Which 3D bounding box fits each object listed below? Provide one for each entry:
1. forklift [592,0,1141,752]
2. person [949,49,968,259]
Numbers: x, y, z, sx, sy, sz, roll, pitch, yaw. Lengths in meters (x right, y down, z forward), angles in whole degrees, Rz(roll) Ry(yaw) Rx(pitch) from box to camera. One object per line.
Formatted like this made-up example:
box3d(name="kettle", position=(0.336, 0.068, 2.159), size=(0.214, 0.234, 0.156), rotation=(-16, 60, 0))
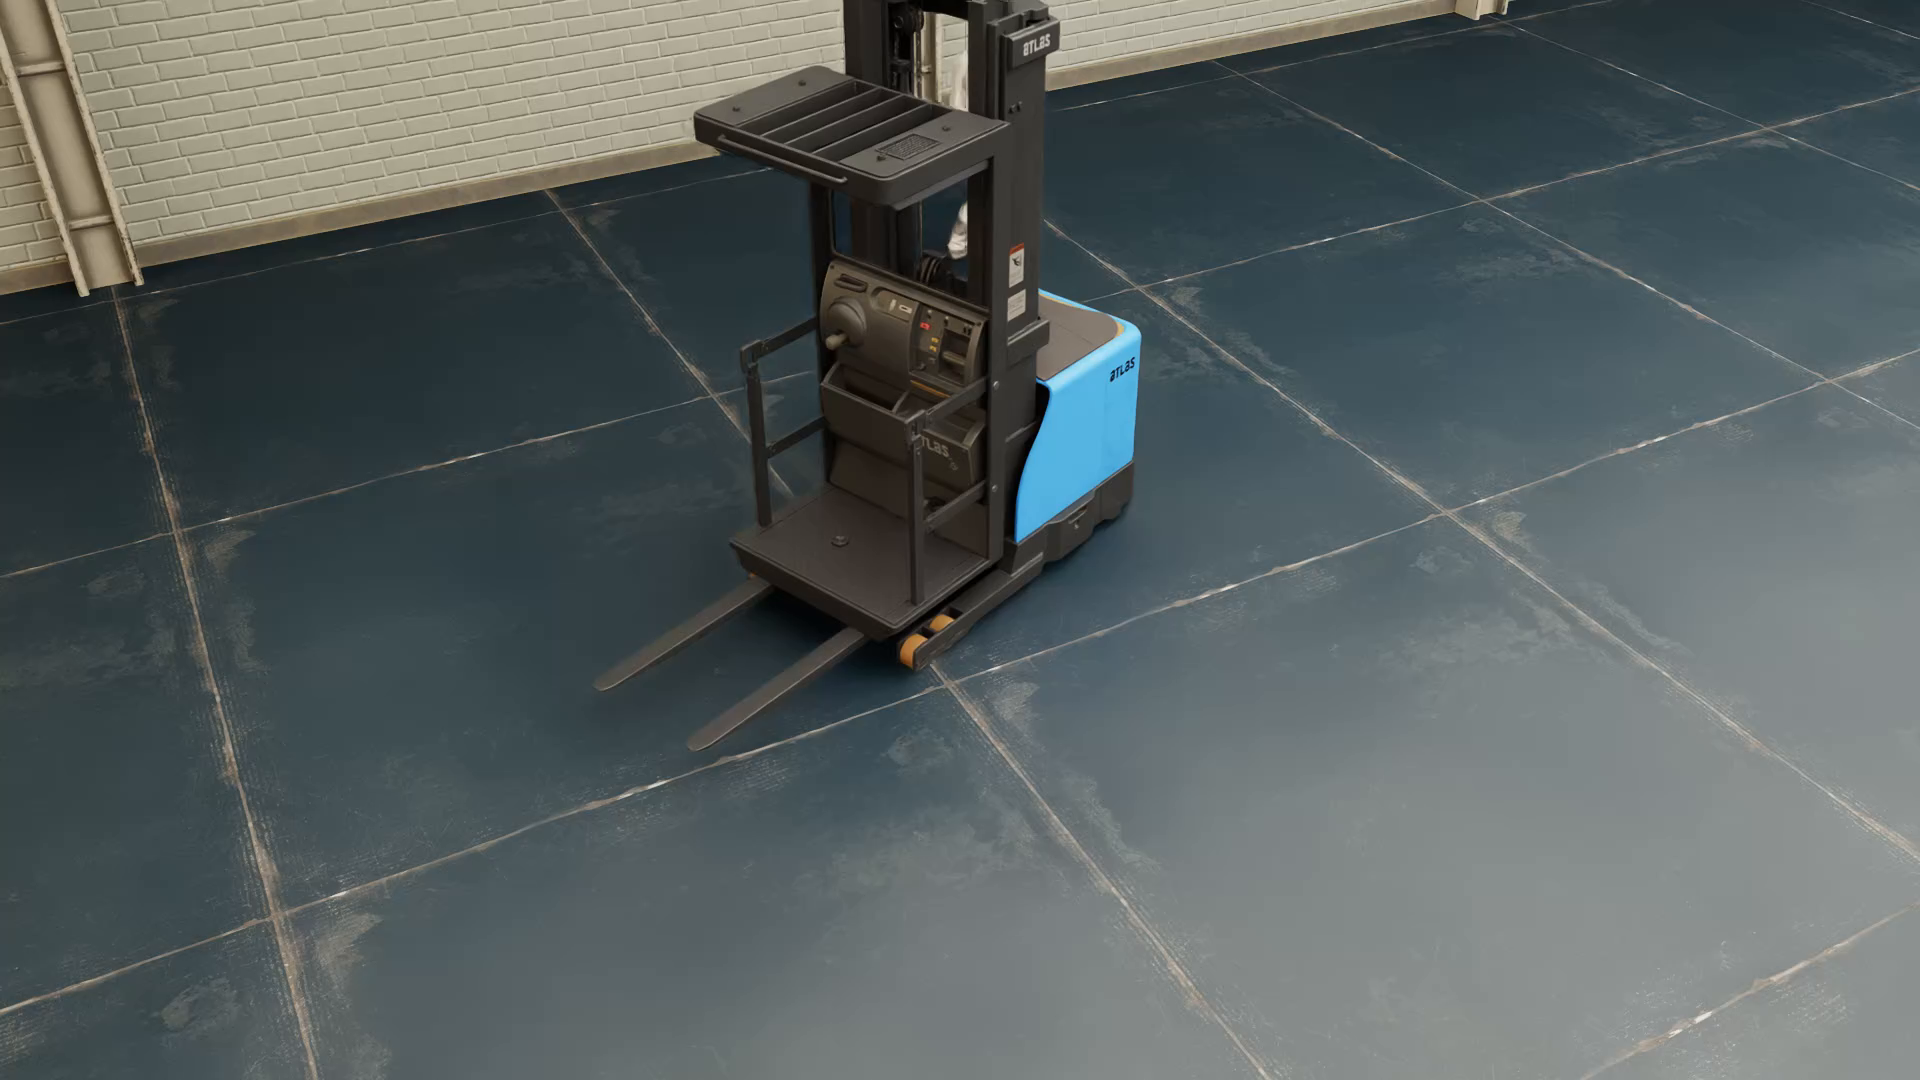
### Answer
box3d(name="forklift", position=(-0.405, -0.916, 7.419), size=(1.130, 2.935, 3.031), rotation=(26, 43, 31))
box3d(name="person", position=(0.223, -2.582, 10.864), size=(0.675, 1.722, 0.784), rotation=(-12, 37, -16))
